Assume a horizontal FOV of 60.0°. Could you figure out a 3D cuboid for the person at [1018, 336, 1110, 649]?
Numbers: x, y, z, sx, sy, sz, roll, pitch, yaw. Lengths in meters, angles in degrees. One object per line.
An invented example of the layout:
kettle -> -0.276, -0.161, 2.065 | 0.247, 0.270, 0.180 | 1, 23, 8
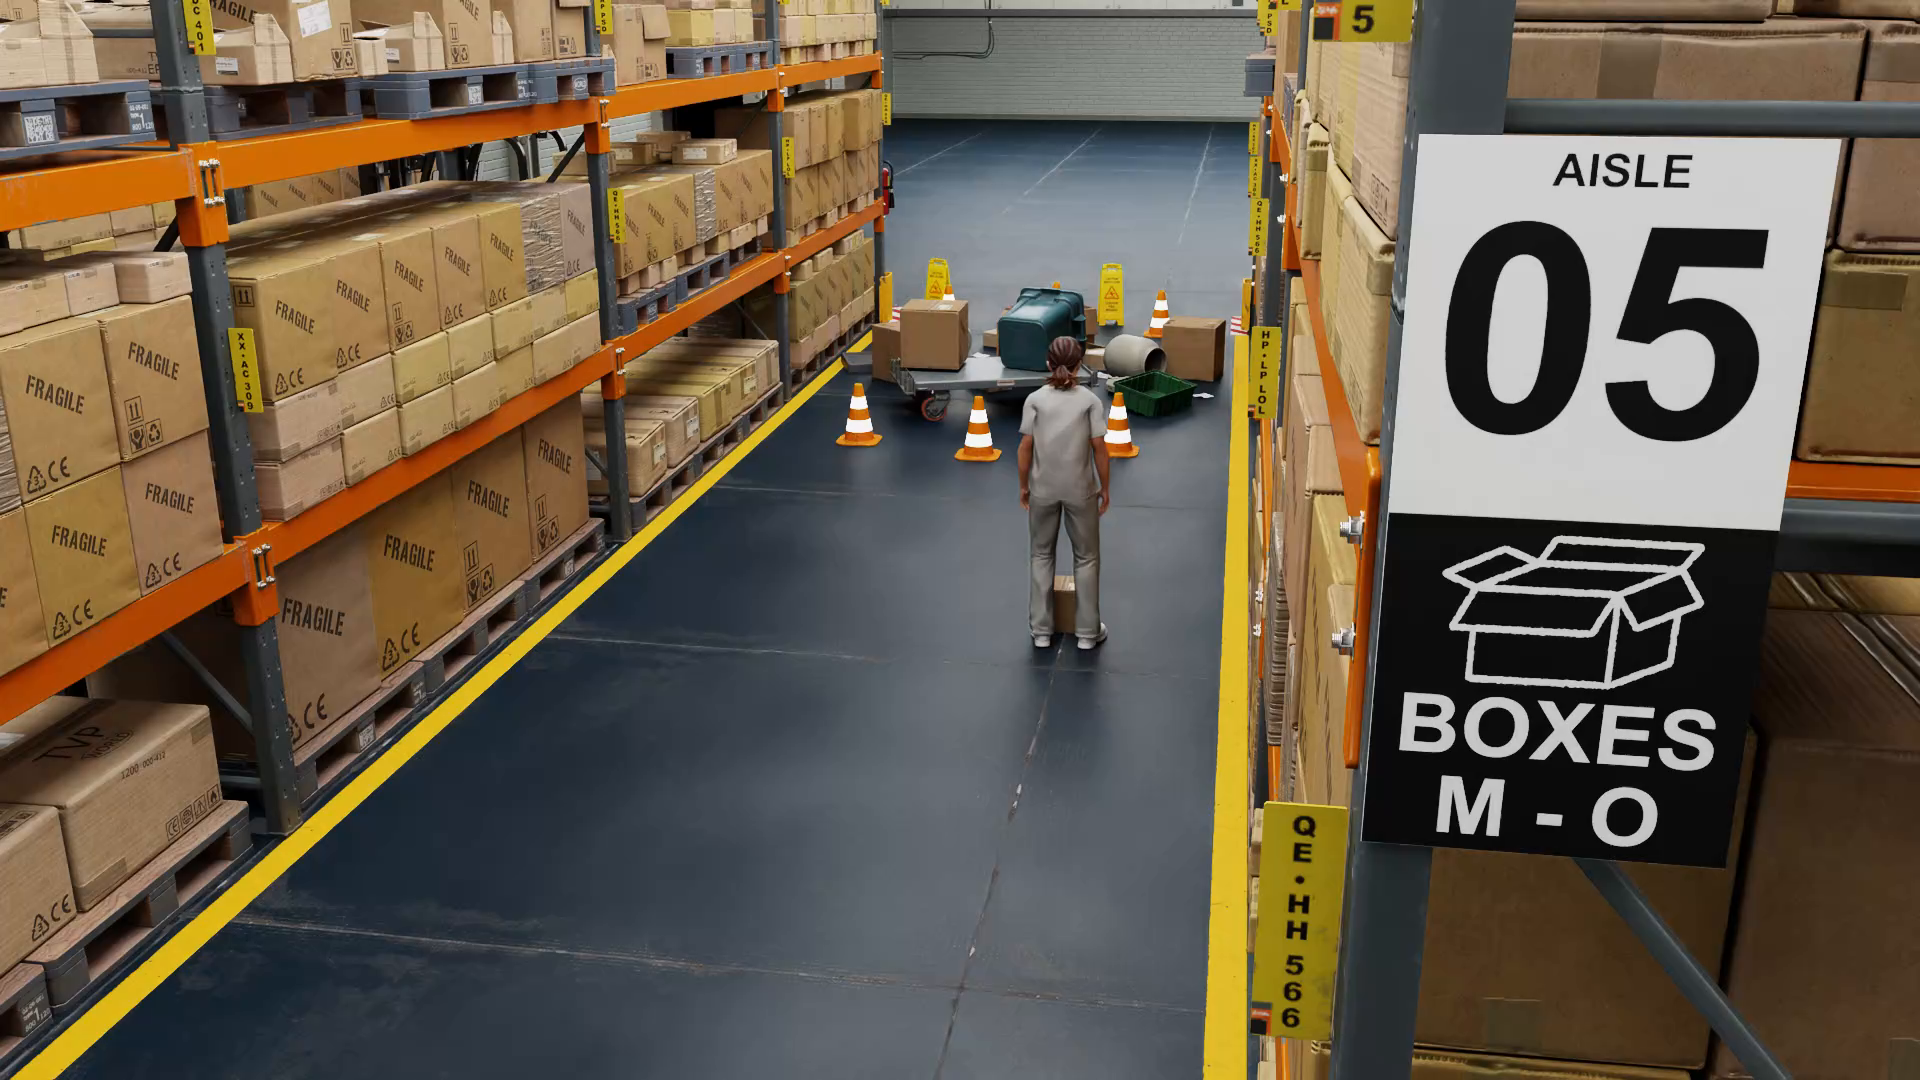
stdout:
person -> 0.549, -0.132, 8.845 | 0.486, 1.437, 0.357 | 3, 18, 9
